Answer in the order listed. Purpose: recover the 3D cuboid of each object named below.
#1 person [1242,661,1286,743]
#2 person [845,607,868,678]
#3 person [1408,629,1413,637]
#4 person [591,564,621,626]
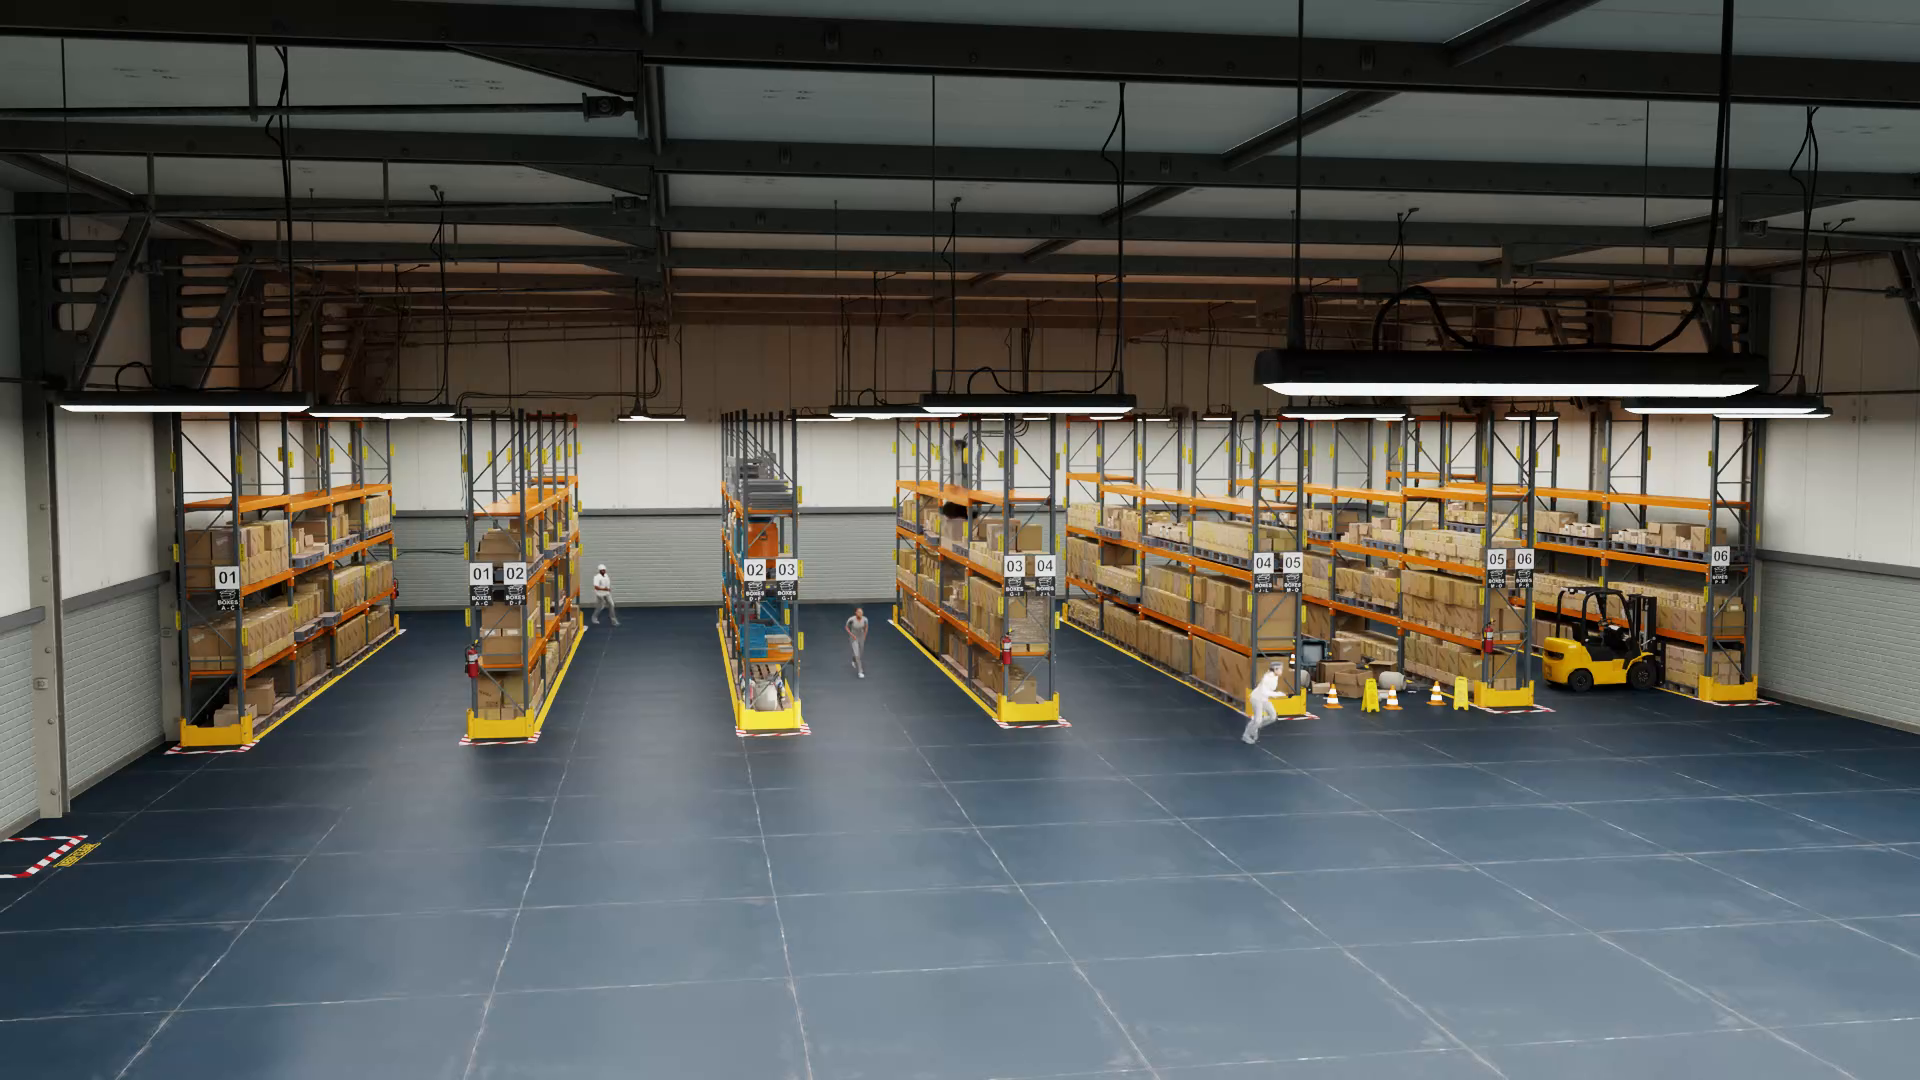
[{"bbox_3d":[5.472,2.895,29.771,0.841,1.500,0.644,3,5,32],"label":"person"},{"bbox_3d":[-2.367,2.293,37.859,0.539,1.616,0.786,-1,4,-15],"label":"person"},{"bbox_3d":[11.938,1.842,43.495,0.671,1.774,0.901,-1,4,-14],"label":"person"},{"bbox_3d":[-10.126,1.558,47.070,0.889,1.766,0.737,2,5,31],"label":"person"}]
